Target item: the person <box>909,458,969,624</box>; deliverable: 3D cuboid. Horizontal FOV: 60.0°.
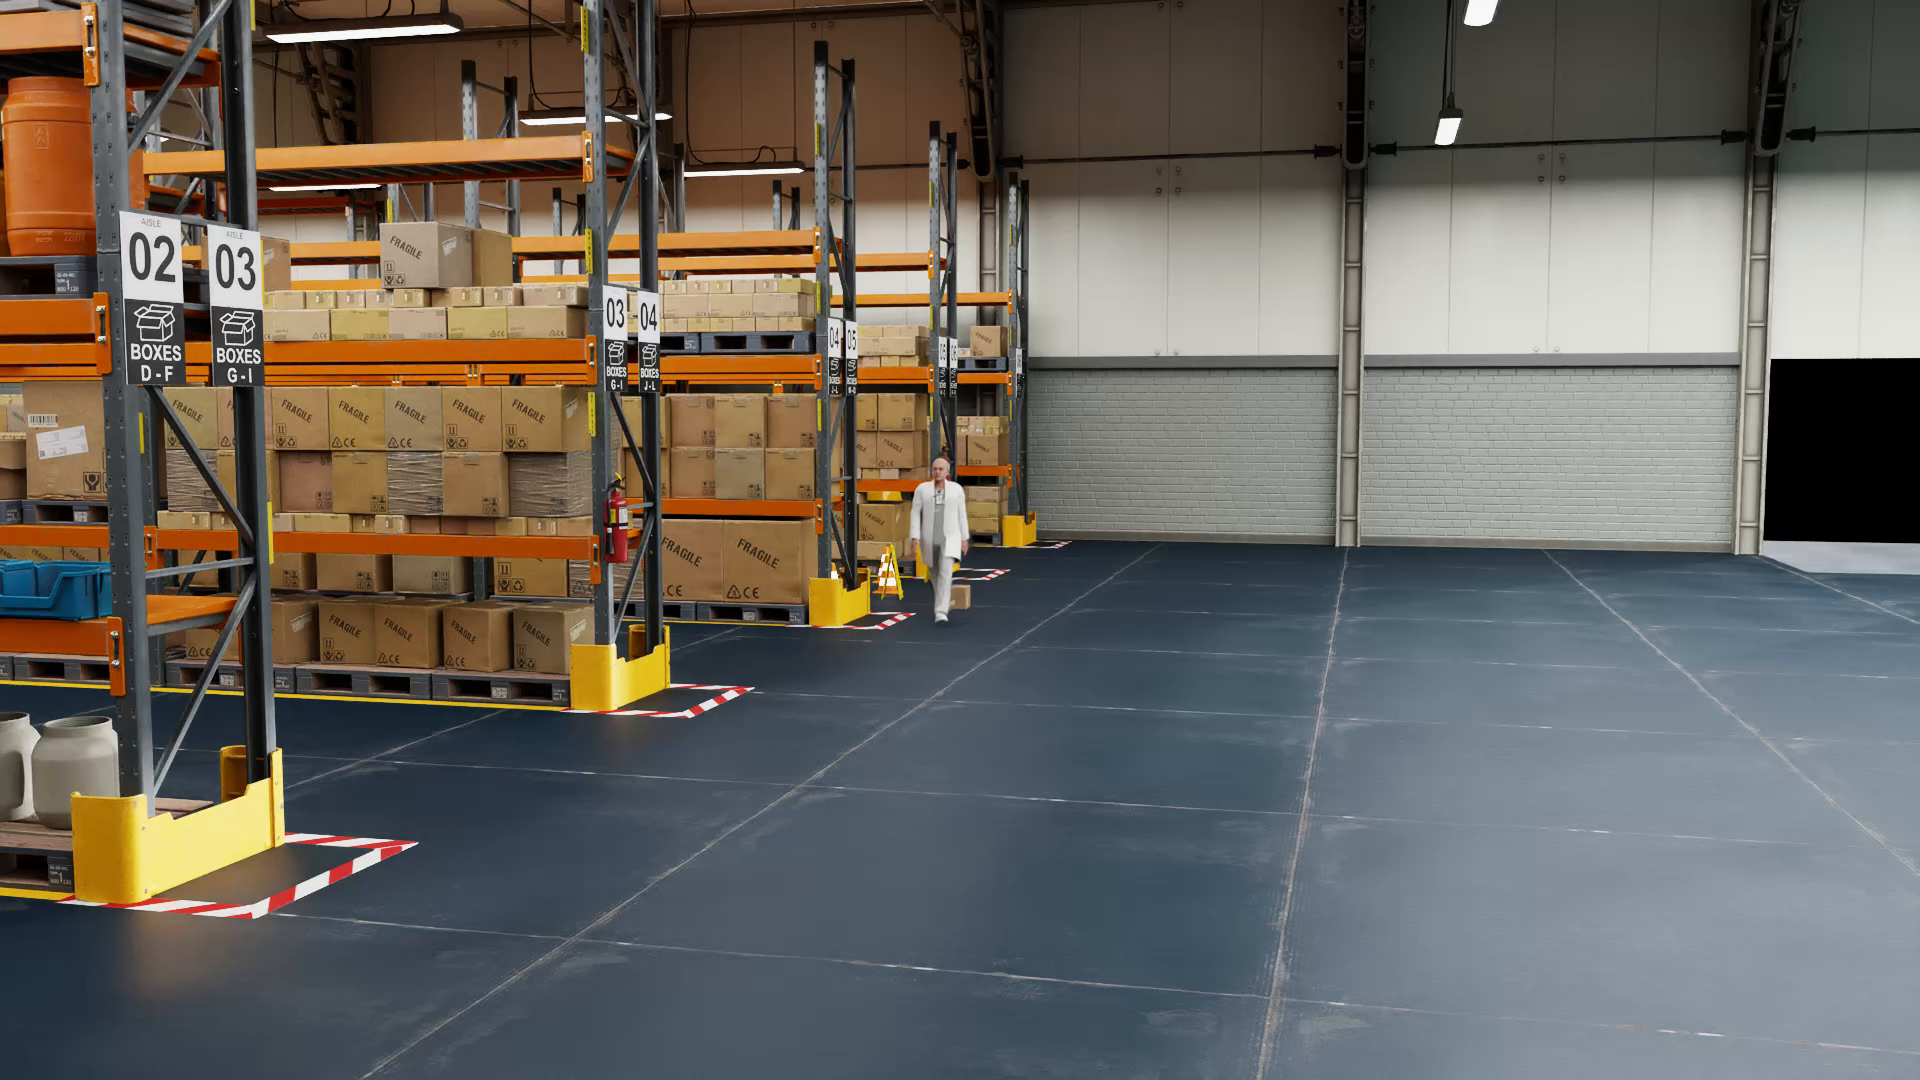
[{"bbox_3d":[-0.222,-0.004,17.625,0.612,1.726,1.151,1,5,9],"label":"person"}]
